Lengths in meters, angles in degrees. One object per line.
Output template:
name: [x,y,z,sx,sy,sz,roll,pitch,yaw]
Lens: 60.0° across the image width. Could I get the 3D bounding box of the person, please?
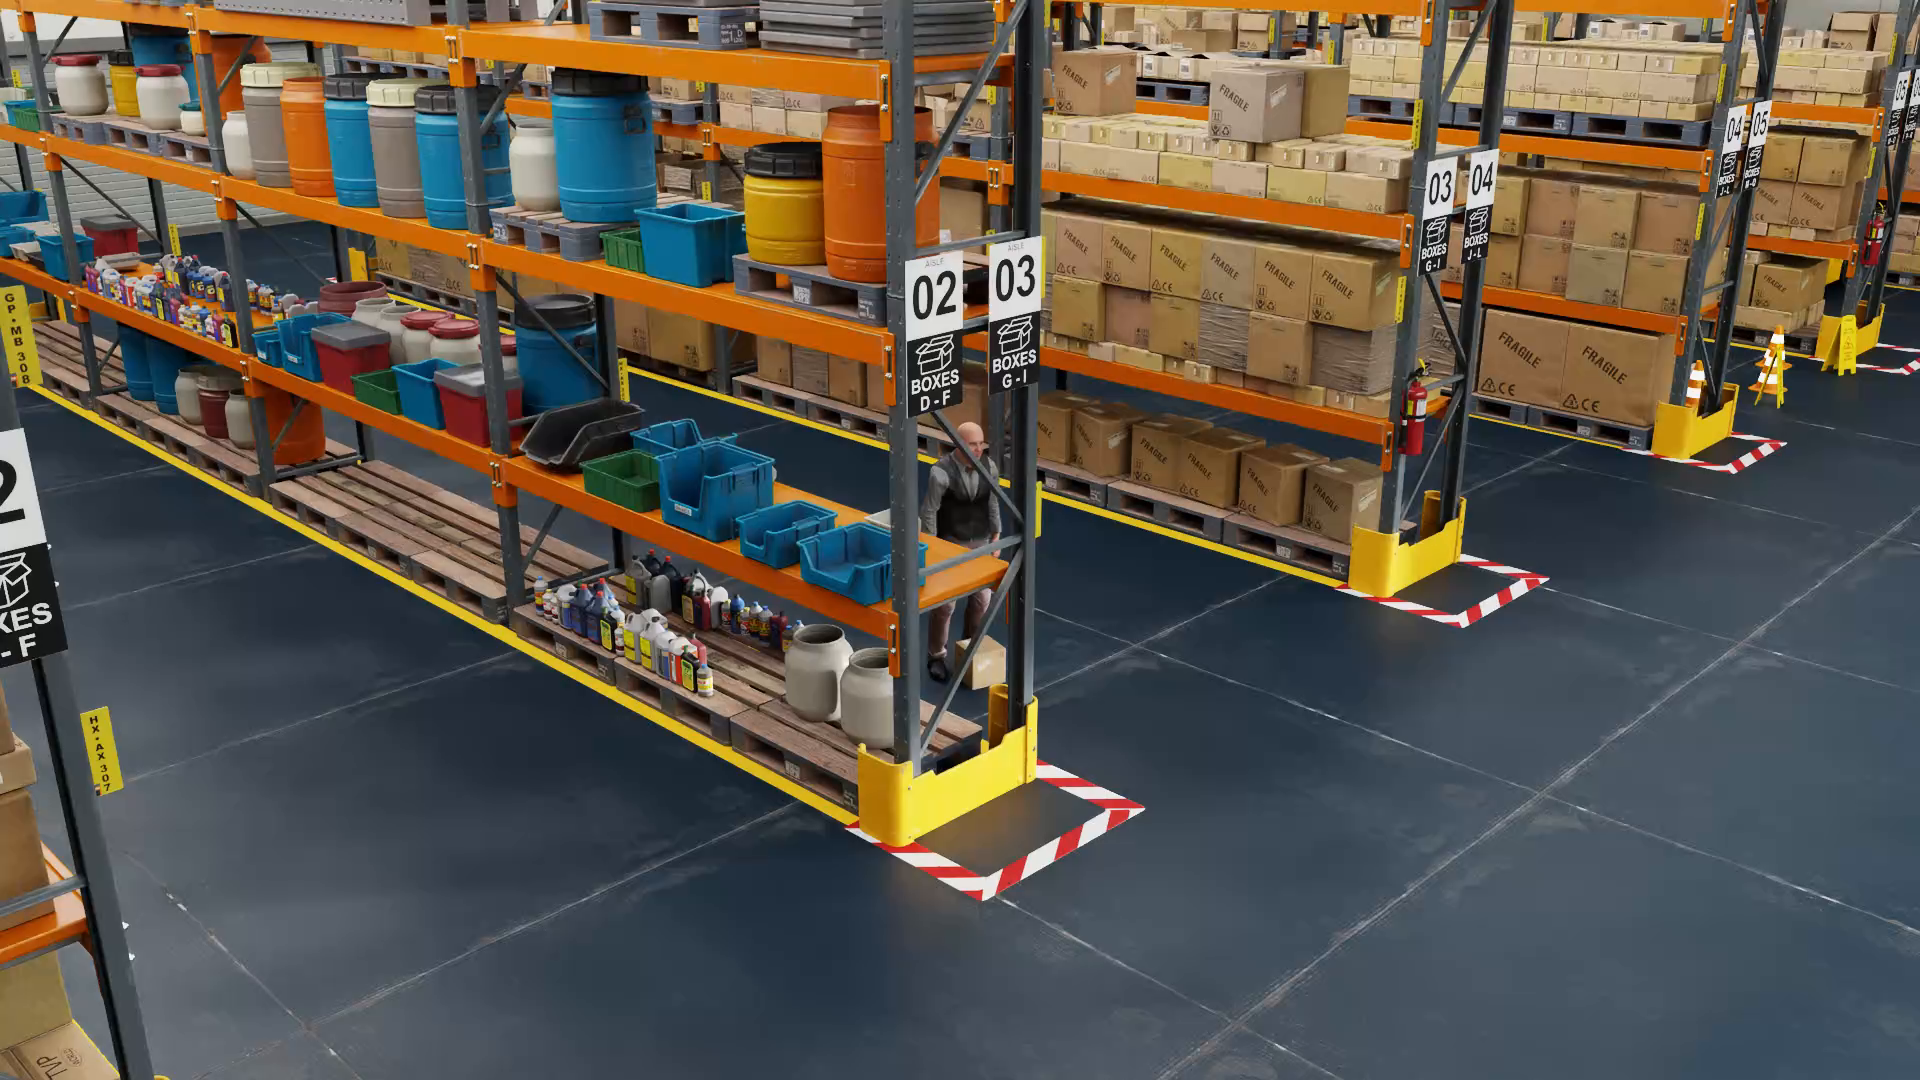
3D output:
person: [0.020,0.043,10.996,0.594,1.721,0.470,-11,23,-28]
